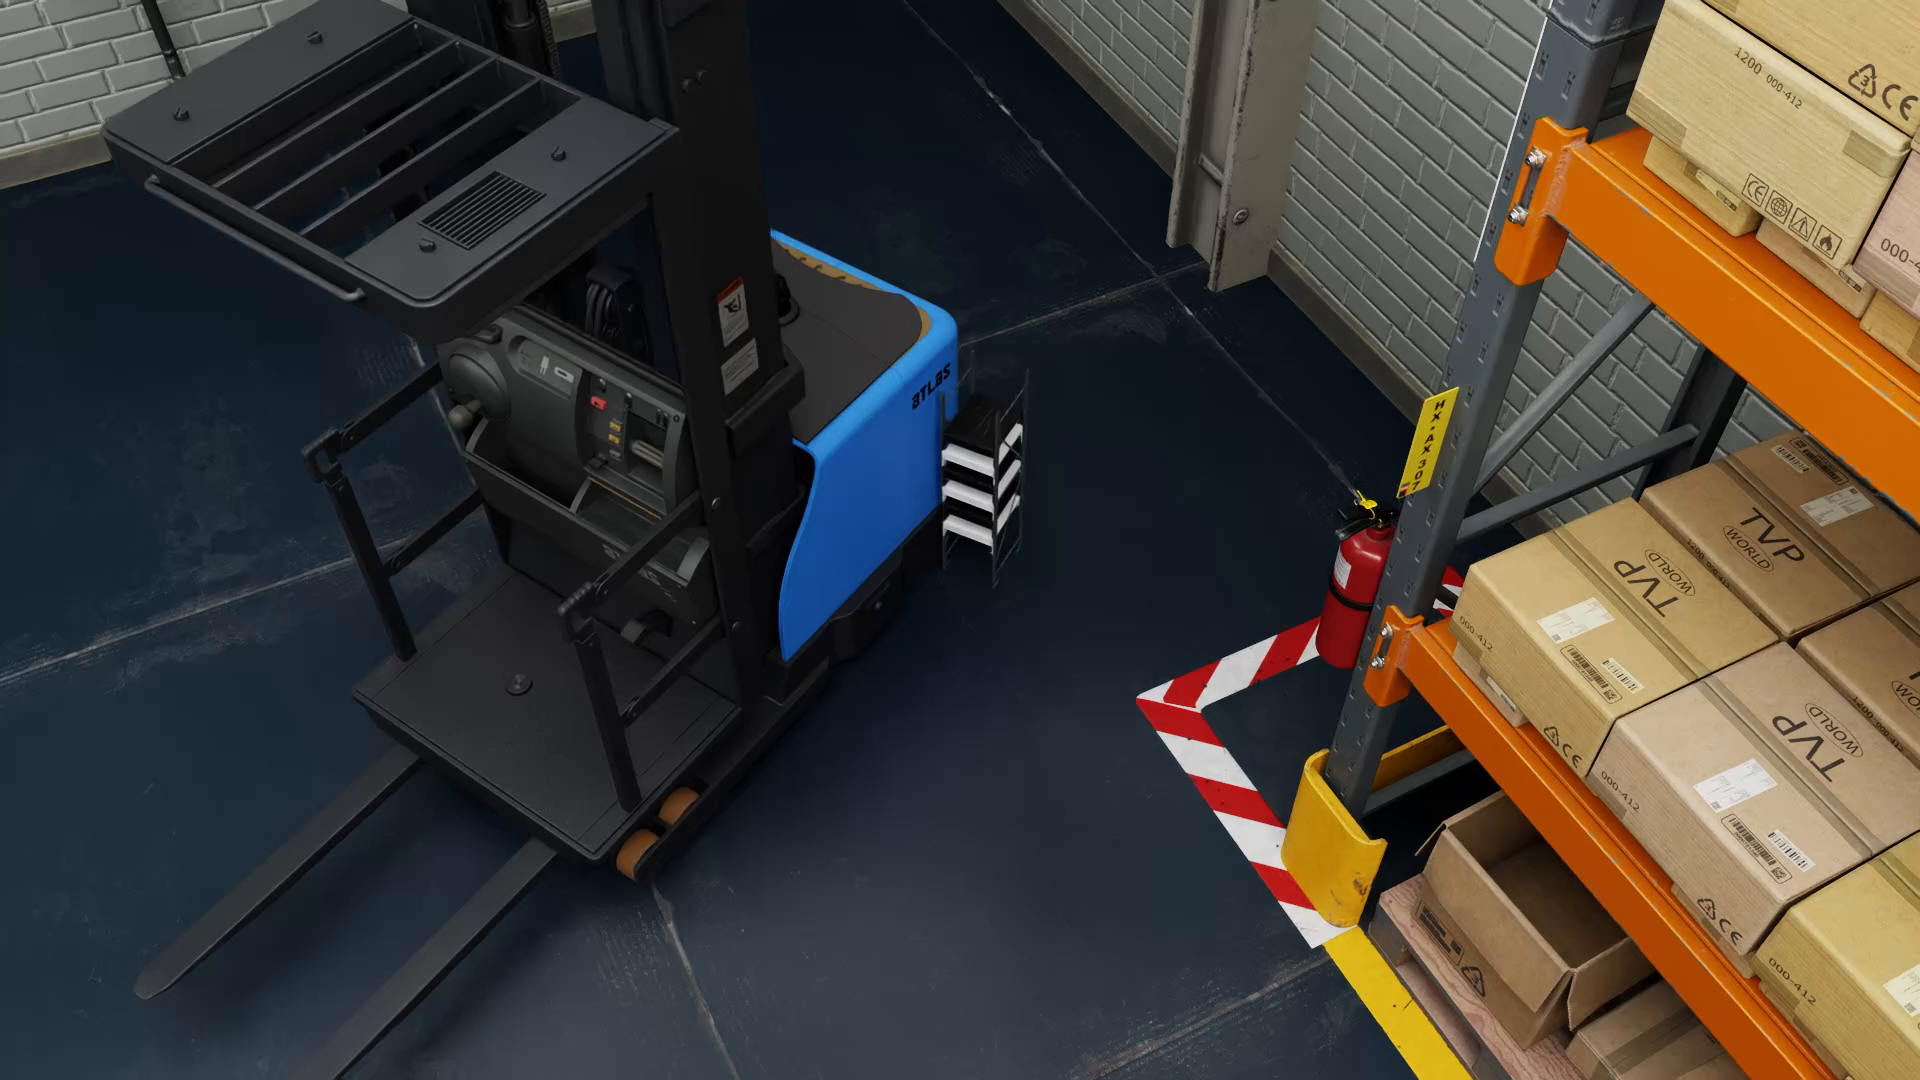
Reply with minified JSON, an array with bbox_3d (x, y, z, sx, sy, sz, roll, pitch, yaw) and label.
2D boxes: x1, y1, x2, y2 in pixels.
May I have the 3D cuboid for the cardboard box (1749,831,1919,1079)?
[{"bbox_3d":[2.008,0.897,3.374,0.500,0.250,0.500,-22,52,-18],"label":"cardboard box"}]

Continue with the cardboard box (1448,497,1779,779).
[{"bbox_3d":[1.542,0.222,3.965,0.500,0.250,0.500,-21,52,-17],"label":"cardboard box"}]

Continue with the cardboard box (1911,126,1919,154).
[{"bbox_3d":[1.770,-0.596,2.356,0.500,0.250,0.500,-22,52,-18],"label":"cardboard box"}]

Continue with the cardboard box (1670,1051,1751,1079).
[{"bbox_3d":[2.126,1.586,4.251,0.700,0.500,0.500,-19,52,-16],"label":"cardboard box"}]

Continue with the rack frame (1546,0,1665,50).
[{"bbox_3d":[1.574,-2.101,2.109,1.000,3.000,0.127,-21,52,-18],"label":"rack frame"}]

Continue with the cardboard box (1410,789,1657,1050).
[{"bbox_3d":[1.770,1.000,4.762,0.797,0.503,0.637,-23,53,-19],"label":"cardboard box"}]

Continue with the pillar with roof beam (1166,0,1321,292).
[{"bbox_3d":[-2.686,-2.733,2.662,9.100,9.000,0.400,-21,52,-18],"label":"pillar with roof beam"}]

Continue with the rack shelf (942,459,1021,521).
[{"bbox_3d":[0.083,-0.207,5.878,0.200,0.077,0.258,21,52,17],"label":"rack shelf"}]

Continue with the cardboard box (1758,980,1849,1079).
[{"bbox_3d":[1.977,0.956,3.588,0.380,0.149,0.250,-20,52,-17],"label":"cardboard box"}]

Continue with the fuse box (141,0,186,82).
[{"bbox_3d":[-3.504,-2.381,7.196,0.539,1.711,0.414,-21,52,-18],"label":"fuse box"}]

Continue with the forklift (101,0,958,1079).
[{"bbox_3d":[-1.252,-0.301,4.566,1.130,2.935,3.031,28,54,22],"label":"forklift"}]

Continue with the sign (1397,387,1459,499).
[{"bbox_3d":[1.092,-0.224,3.878,0.100,0.325,0.005,-21,52,-18],"label":"sign"}]

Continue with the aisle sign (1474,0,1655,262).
[{"bbox_3d":[1.282,-0.926,3.340,0.394,0.787,0.004,-21,52,-18],"label":"aisle sign"}]

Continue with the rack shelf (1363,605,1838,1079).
[{"bbox_3d":[2.489,1.450,3.467,1.077,0.370,4.000,-21,52,-18],"label":"rack shelf"}]

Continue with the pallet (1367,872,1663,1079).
[{"bbox_3d":[1.974,1.376,4.906,1.003,0.211,1.213,-21,52,-18],"label":"pallet"}]

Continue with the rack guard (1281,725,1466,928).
[{"bbox_3d":[1.609,0.748,5.264,1.175,0.500,0.348,-21,52,-18],"label":"rack guard"}]

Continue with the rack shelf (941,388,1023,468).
[{"bbox_3d":[0.083,-0.385,5.675,0.200,0.077,0.258,21,52,17],"label":"rack shelf"}]

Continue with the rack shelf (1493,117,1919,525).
[{"bbox_3d":[2.489,0.462,2.338,1.077,0.370,4.000,-21,52,-18],"label":"rack shelf"}]

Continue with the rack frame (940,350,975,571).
[{"bbox_3d":[-0.007,-0.264,5.883,0.006,0.900,0.240,21,52,17],"label":"rack frame"}]

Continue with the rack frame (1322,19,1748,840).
[{"bbox_3d":[1.574,-0.126,4.367,1.000,3.000,0.127,-21,52,-18],"label":"rack frame"}]

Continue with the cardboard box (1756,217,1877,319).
[{"bbox_3d":[1.656,-0.571,2.931,0.380,0.149,0.250,-20,52,-17],"label":"cardboard box"}]

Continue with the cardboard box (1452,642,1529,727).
[{"bbox_3d":[1.480,0.271,4.187,0.380,0.149,0.250,-22,52,-18],"label":"cardboard box"}]

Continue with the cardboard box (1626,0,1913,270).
[{"bbox_3d":[1.534,-0.771,2.841,0.500,0.250,0.500,-22,52,-18],"label":"cardboard box"}]

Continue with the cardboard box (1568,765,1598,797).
[{"bbox_3d":[1.638,0.426,4.052,0.380,0.149,0.250,-20,52,-17],"label":"cardboard box"}]

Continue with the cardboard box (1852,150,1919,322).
[{"bbox_3d":[1.785,-0.438,2.549,0.500,0.250,0.500,-20,52,-17],"label":"cardboard box"}]

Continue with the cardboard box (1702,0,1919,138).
[{"bbox_3d":[1.554,-0.943,2.659,0.500,0.250,0.500,-22,52,-18],"label":"cardboard box"}]

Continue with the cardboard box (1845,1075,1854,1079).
[{"bbox_3d":[2.026,1.151,3.418,0.380,0.149,0.250,-23,53,-19],"label":"cardboard box"}]

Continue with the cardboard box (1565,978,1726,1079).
[{"bbox_3d":[1.929,1.414,4.635,0.380,0.149,0.250,-23,53,-19],"label":"cardboard box"}]

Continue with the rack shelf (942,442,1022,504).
[{"bbox_3d":[0.083,-0.267,5.810,0.200,0.077,0.258,21,52,17],"label":"rack shelf"}]

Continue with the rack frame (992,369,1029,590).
[{"bbox_3d":[0.173,-0.194,5.822,0.006,0.900,0.240,21,52,17],"label":"rack frame"}]

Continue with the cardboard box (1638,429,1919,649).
[{"bbox_3d":[2.020,0.042,4.123,0.500,0.250,0.500,-20,52,-16],"label":"cardboard box"}]

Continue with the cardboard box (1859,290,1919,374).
[{"bbox_3d":[1.759,-0.393,2.775,0.380,0.149,0.250,-21,52,-17],"label":"cardboard box"}]

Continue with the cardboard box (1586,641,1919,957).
[{"bbox_3d":[1.773,0.559,3.670,0.500,0.250,0.500,-21,52,-17],"label":"cardboard box"}]

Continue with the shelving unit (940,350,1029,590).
[{"bbox_3d":[0.083,-0.229,5.853,0.210,0.900,0.258,21,52,17],"label":"shelving unit"}]

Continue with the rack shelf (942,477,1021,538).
[{"bbox_3d":[0.083,-0.148,5.946,0.200,0.077,0.258,21,52,17],"label":"rack shelf"}]

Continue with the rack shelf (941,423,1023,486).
[{"bbox_3d":[0.083,-0.326,5.742,0.200,0.077,0.258,21,52,17],"label":"rack shelf"}]

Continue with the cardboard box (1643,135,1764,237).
[{"bbox_3d":[1.513,-0.737,3.076,0.380,0.149,0.250,-20,52,-17],"label":"cardboard box"}]

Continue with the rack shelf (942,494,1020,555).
[{"bbox_3d":[0.083,-0.089,6.013,0.200,0.077,0.258,21,52,17],"label":"rack shelf"}]

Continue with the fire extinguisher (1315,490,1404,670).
[{"bbox_3d":[1.096,0.083,4.484,0.296,0.674,0.183,-21,52,-18],"label":"fire extinguisher"}]

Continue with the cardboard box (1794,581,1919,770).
[{"bbox_3d":[2.255,0.388,3.820,0.500,0.250,0.500,-21,52,-17],"label":"cardboard box"}]

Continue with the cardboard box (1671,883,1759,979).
[{"bbox_3d":[1.850,0.780,3.742,0.380,0.149,0.250,-20,52,-16],"label":"cardboard box"}]
